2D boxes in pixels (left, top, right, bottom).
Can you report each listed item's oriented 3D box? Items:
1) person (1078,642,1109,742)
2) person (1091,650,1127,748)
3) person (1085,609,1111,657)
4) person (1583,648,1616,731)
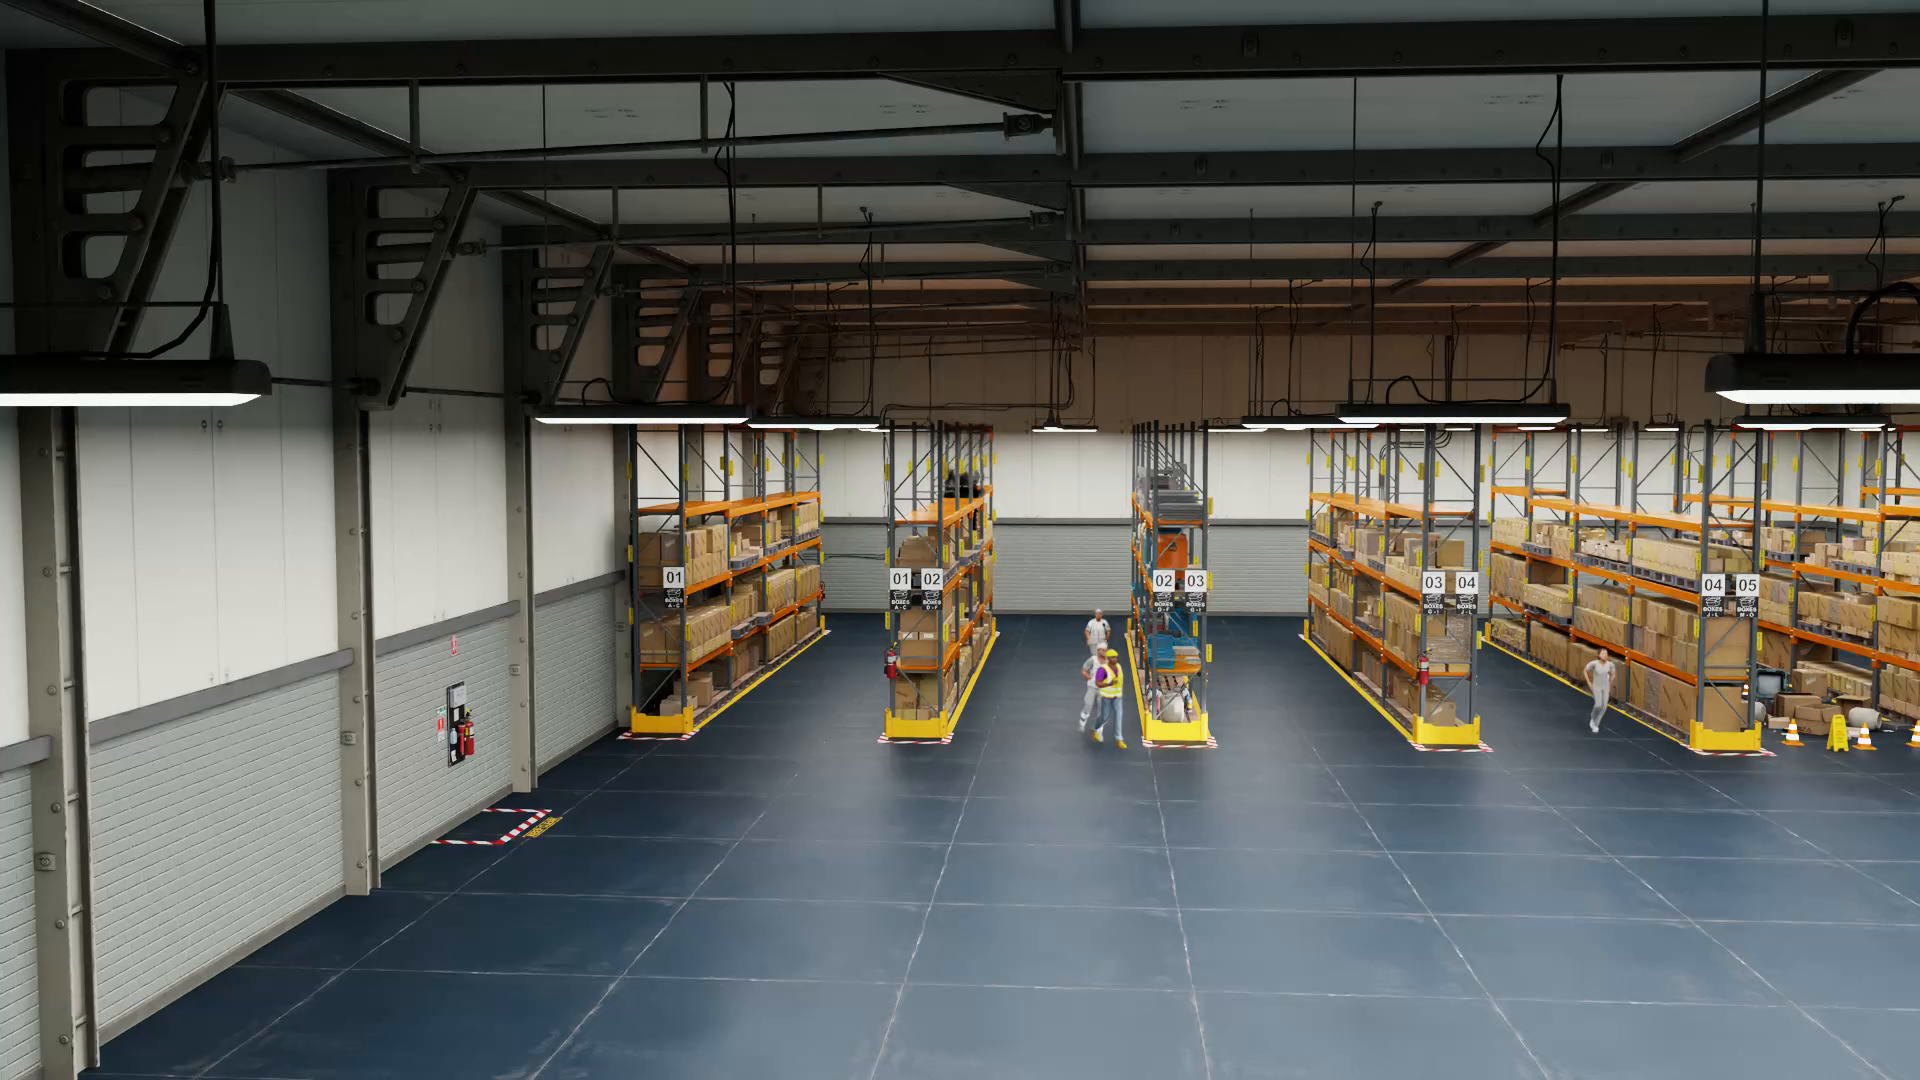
[{"bbox_3d":[2.641,2.837,31.451,0.720,1.818,0.869,-1,4,-10],"label":"person"},{"bbox_3d":[2.753,2.878,30.522,0.710,1.755,0.978,-2,4,-28],"label":"person"},{"bbox_3d":[3.267,2.441,39.269,0.616,1.627,0.550,0,4,1],"label":"person"},{"bbox_3d":[12.318,2.885,31.947,0.565,1.616,0.600,0,4,2],"label":"person"}]
